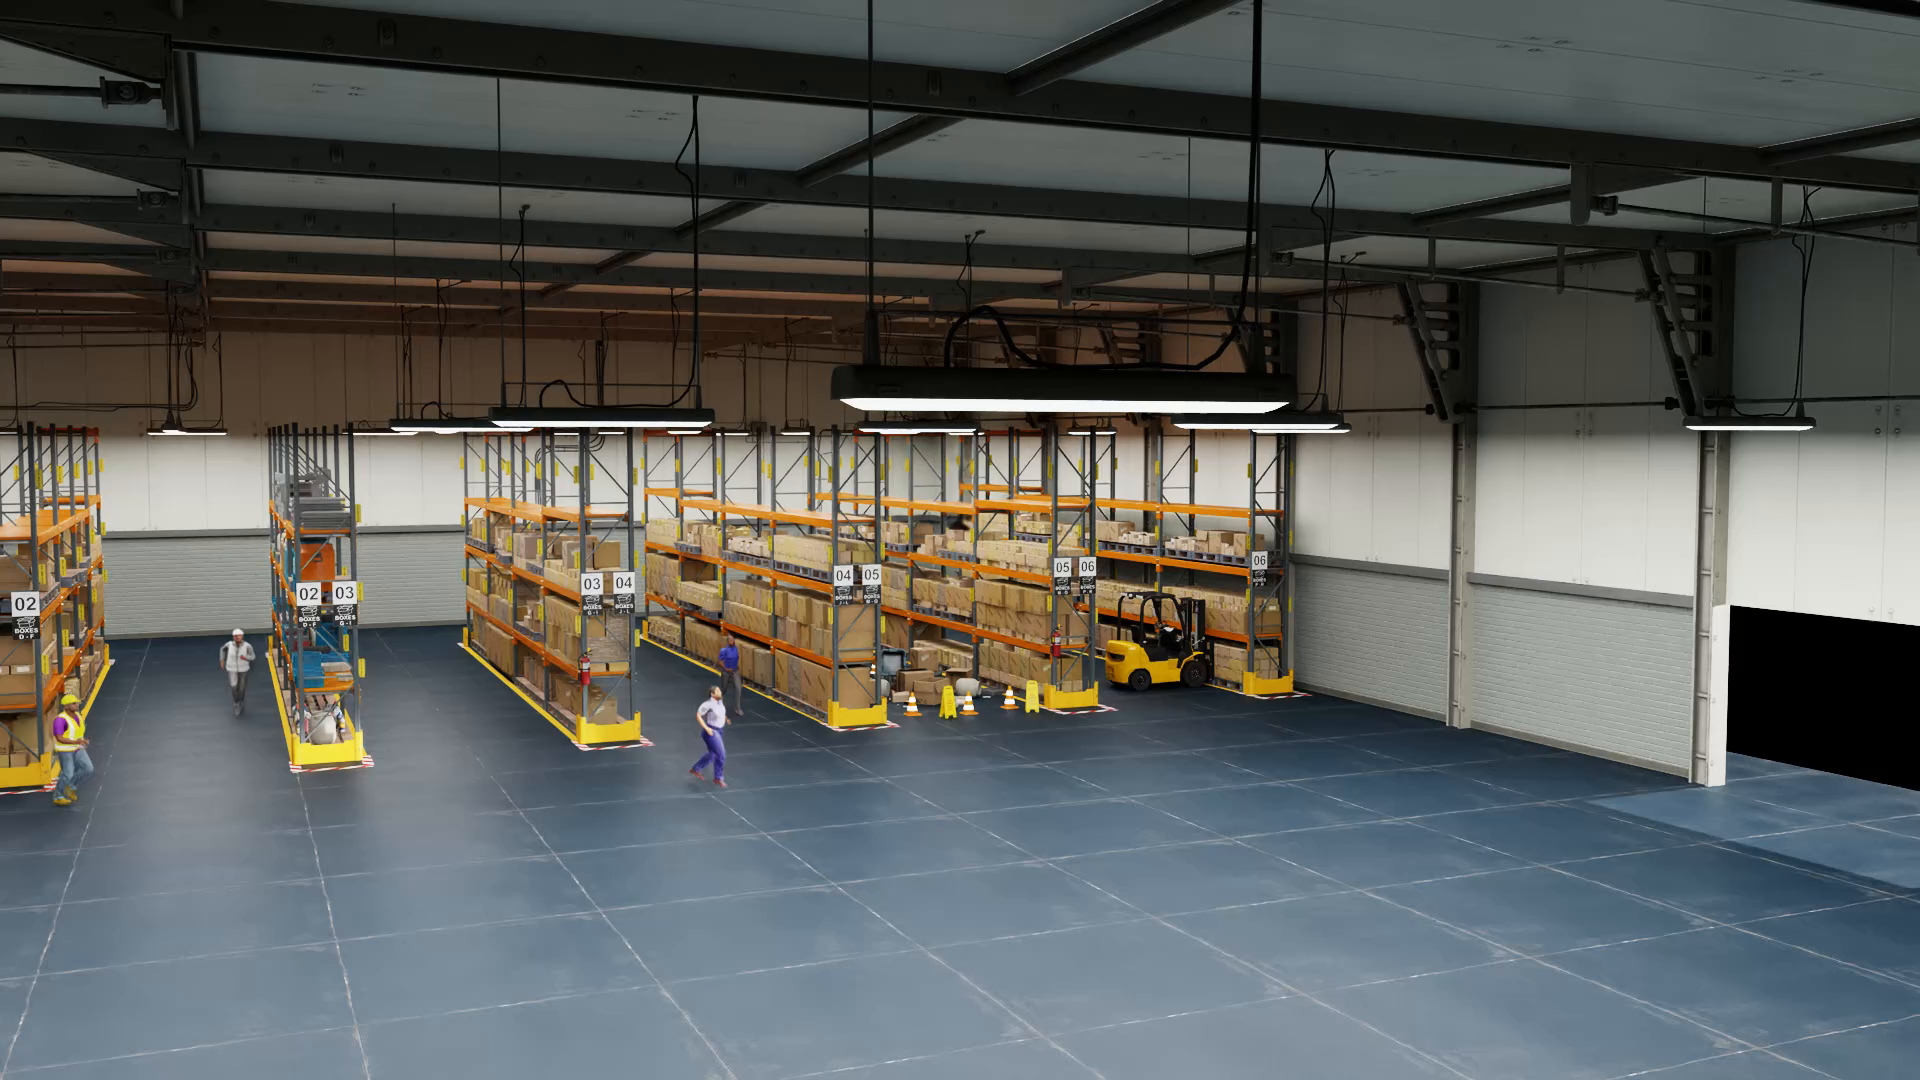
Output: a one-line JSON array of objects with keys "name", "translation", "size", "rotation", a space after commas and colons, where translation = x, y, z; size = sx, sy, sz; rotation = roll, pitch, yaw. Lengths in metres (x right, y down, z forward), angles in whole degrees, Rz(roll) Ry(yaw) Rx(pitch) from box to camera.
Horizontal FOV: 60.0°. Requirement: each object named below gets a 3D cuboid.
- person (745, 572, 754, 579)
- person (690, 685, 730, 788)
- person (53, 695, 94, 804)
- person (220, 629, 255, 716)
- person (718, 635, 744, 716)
[{"name": "person", "translation": [-6.511, 1.788, 51.002], "size": [0.558, 1.657, 0.574], "rotation": [-3, 5, -41]}, {"name": "person", "translation": [-4.129, 3.243, 27.467], "size": [0.731, 1.703, 0.632], "rotation": [1, 4, 14]}, {"name": "person", "translation": [-13.825, 3.260, 25.924], "size": [0.715, 1.716, 0.680], "rotation": [1, 4, 10]}, {"name": "person", "translation": [-15.007, 2.734, 34.569], "size": [0.679, 1.811, 0.848], "rotation": [-1, 4, -22]}, {"name": "person", "translation": [-4.821, 2.809, 34.720], "size": [0.549, 1.652, 1.044], "rotation": [-2, 4, -34]}]
